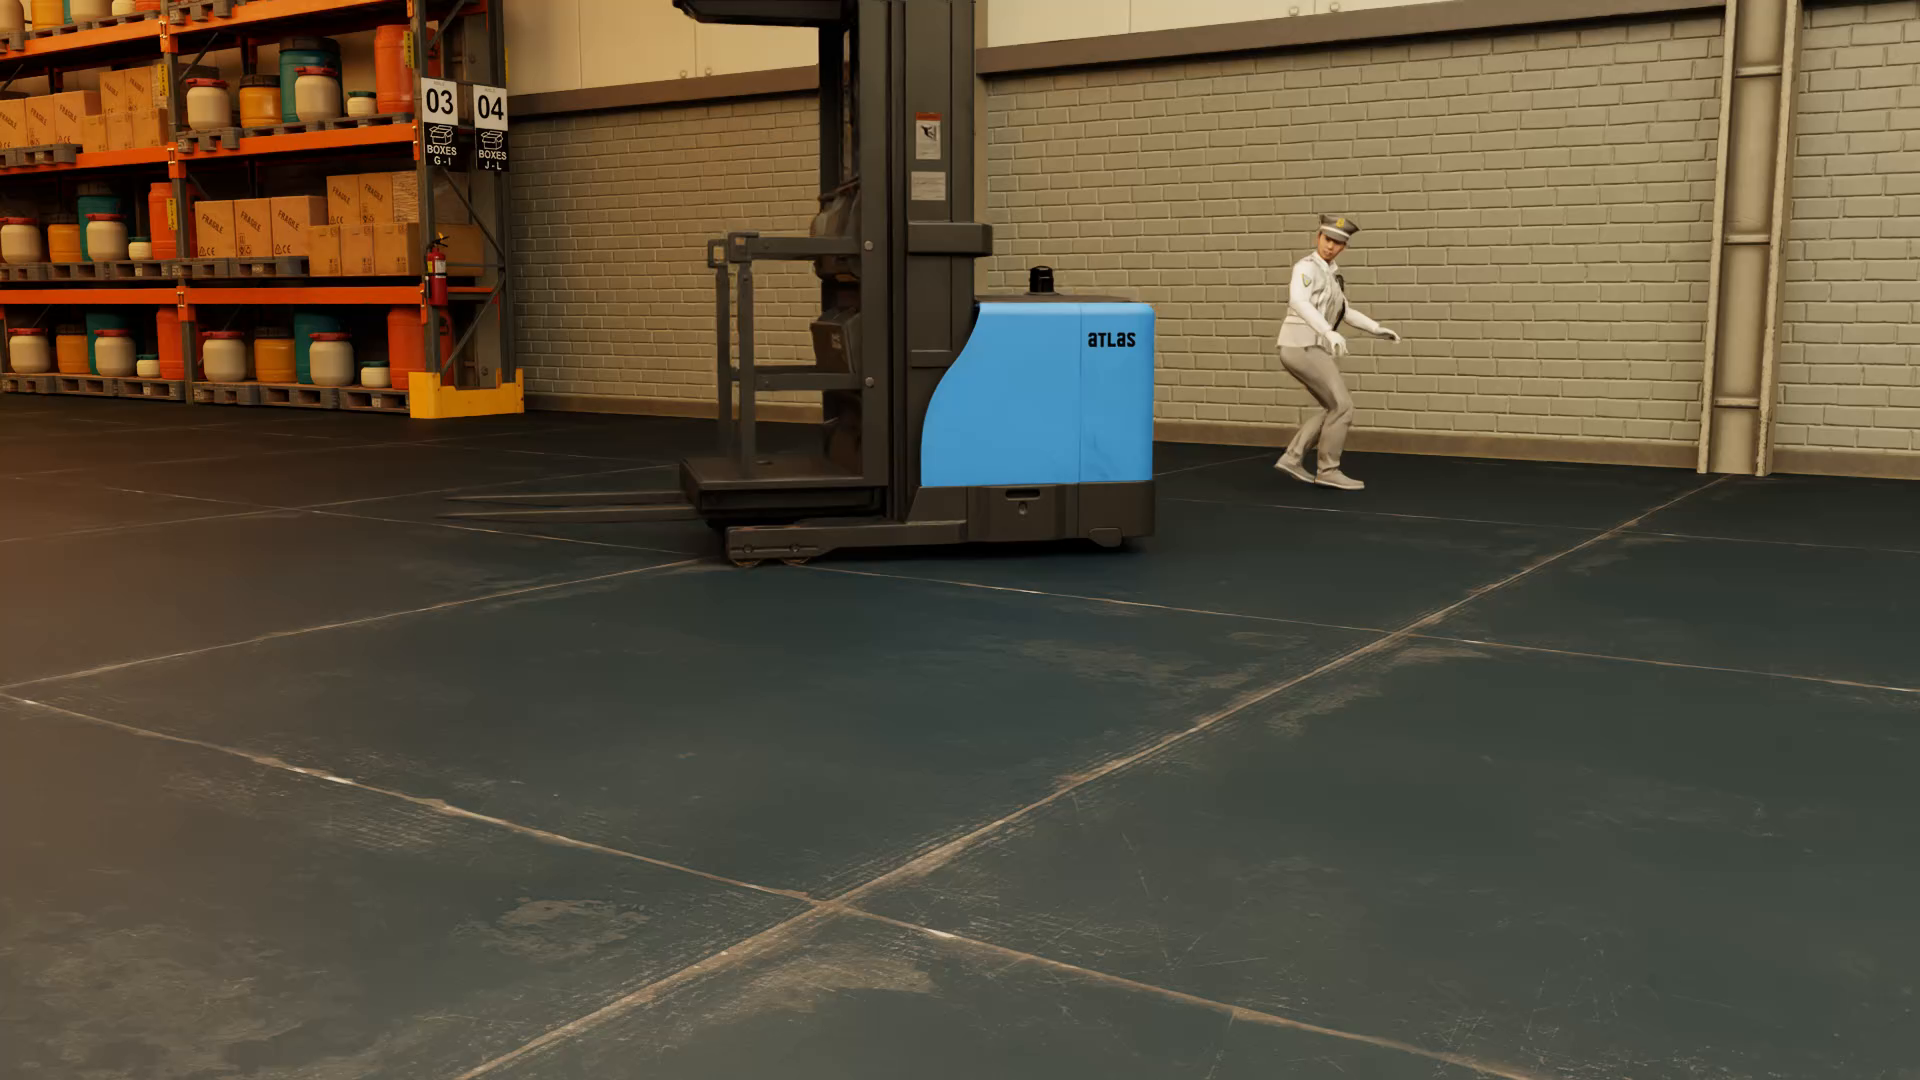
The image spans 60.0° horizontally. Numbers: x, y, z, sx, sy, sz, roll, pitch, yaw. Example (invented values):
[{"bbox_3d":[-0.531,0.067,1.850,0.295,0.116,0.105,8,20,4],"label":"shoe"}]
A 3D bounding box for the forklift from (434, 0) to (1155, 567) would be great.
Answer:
[{"bbox_3d":[-0.721,-1.420,7.182,3.031,2.935,1.130,-2,8,-13],"label":"forklift"}]

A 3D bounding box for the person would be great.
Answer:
[{"bbox_3d":[2.182,-1.081,9.621,0.690,1.575,0.761,3,8,17],"label":"person"}]
